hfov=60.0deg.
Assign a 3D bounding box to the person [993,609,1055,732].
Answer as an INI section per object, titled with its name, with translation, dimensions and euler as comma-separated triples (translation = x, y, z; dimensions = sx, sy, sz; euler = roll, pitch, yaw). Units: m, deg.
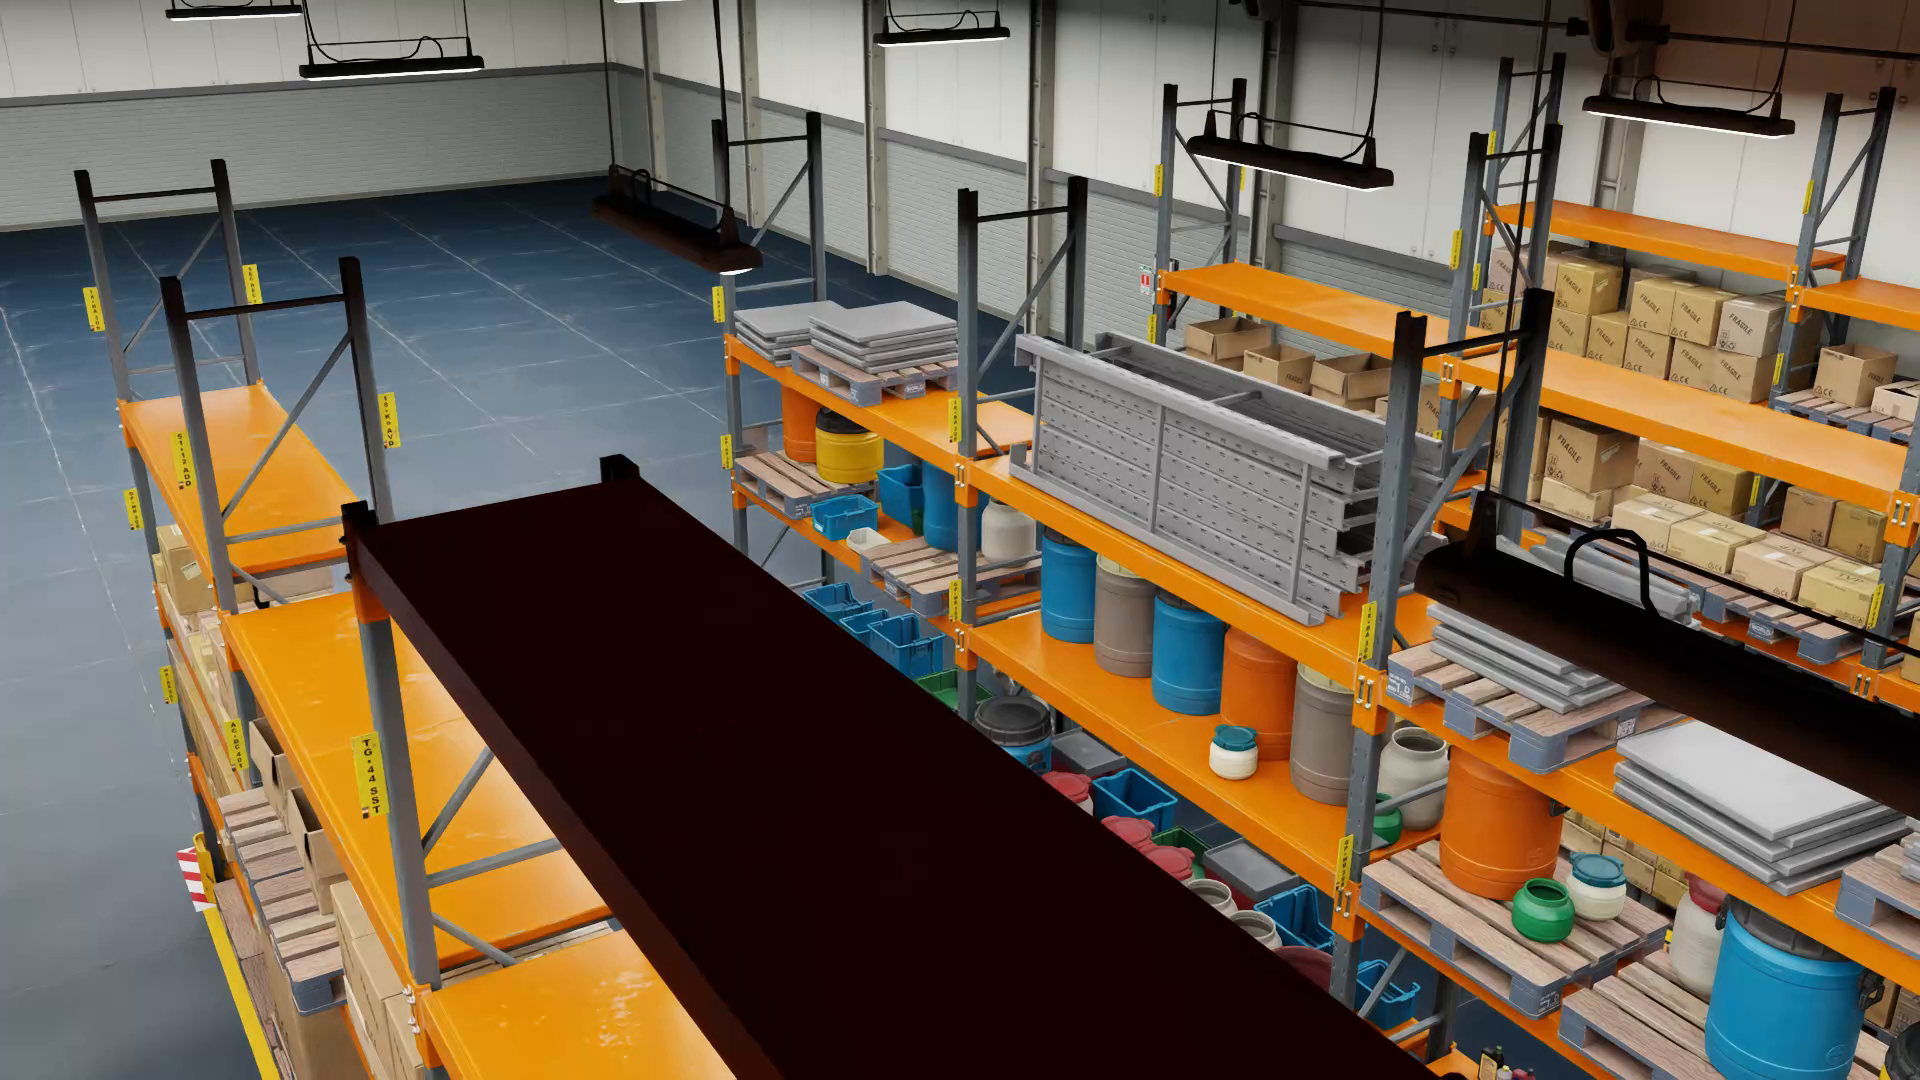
[person]
translation = 0.614, 1.087, 15.925
dimensions = 0.569, 1.552, 0.728
euler = -17, 27, -36
